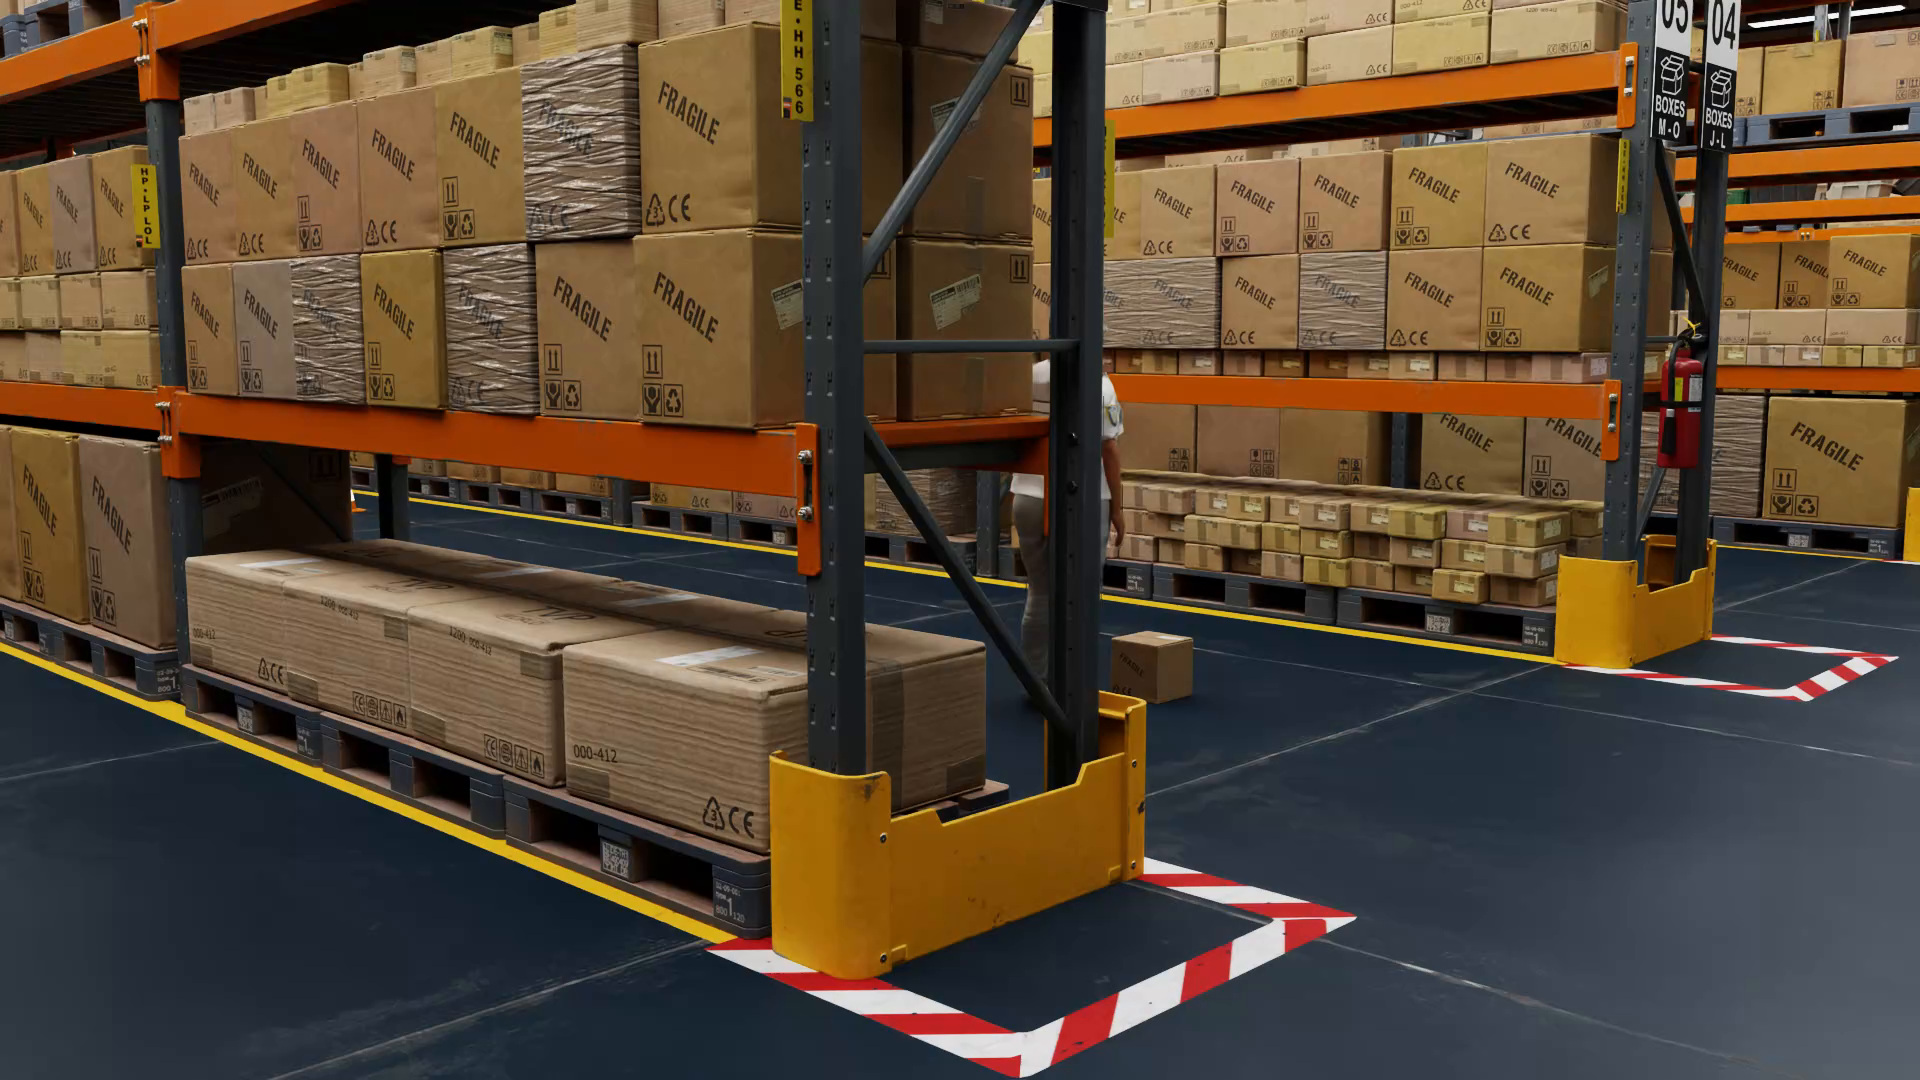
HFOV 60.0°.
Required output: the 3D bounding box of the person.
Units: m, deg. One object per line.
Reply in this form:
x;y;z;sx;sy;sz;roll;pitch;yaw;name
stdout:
0.439;-0.121;6.754;0.542;1.692;0.474;6;9;38;person
